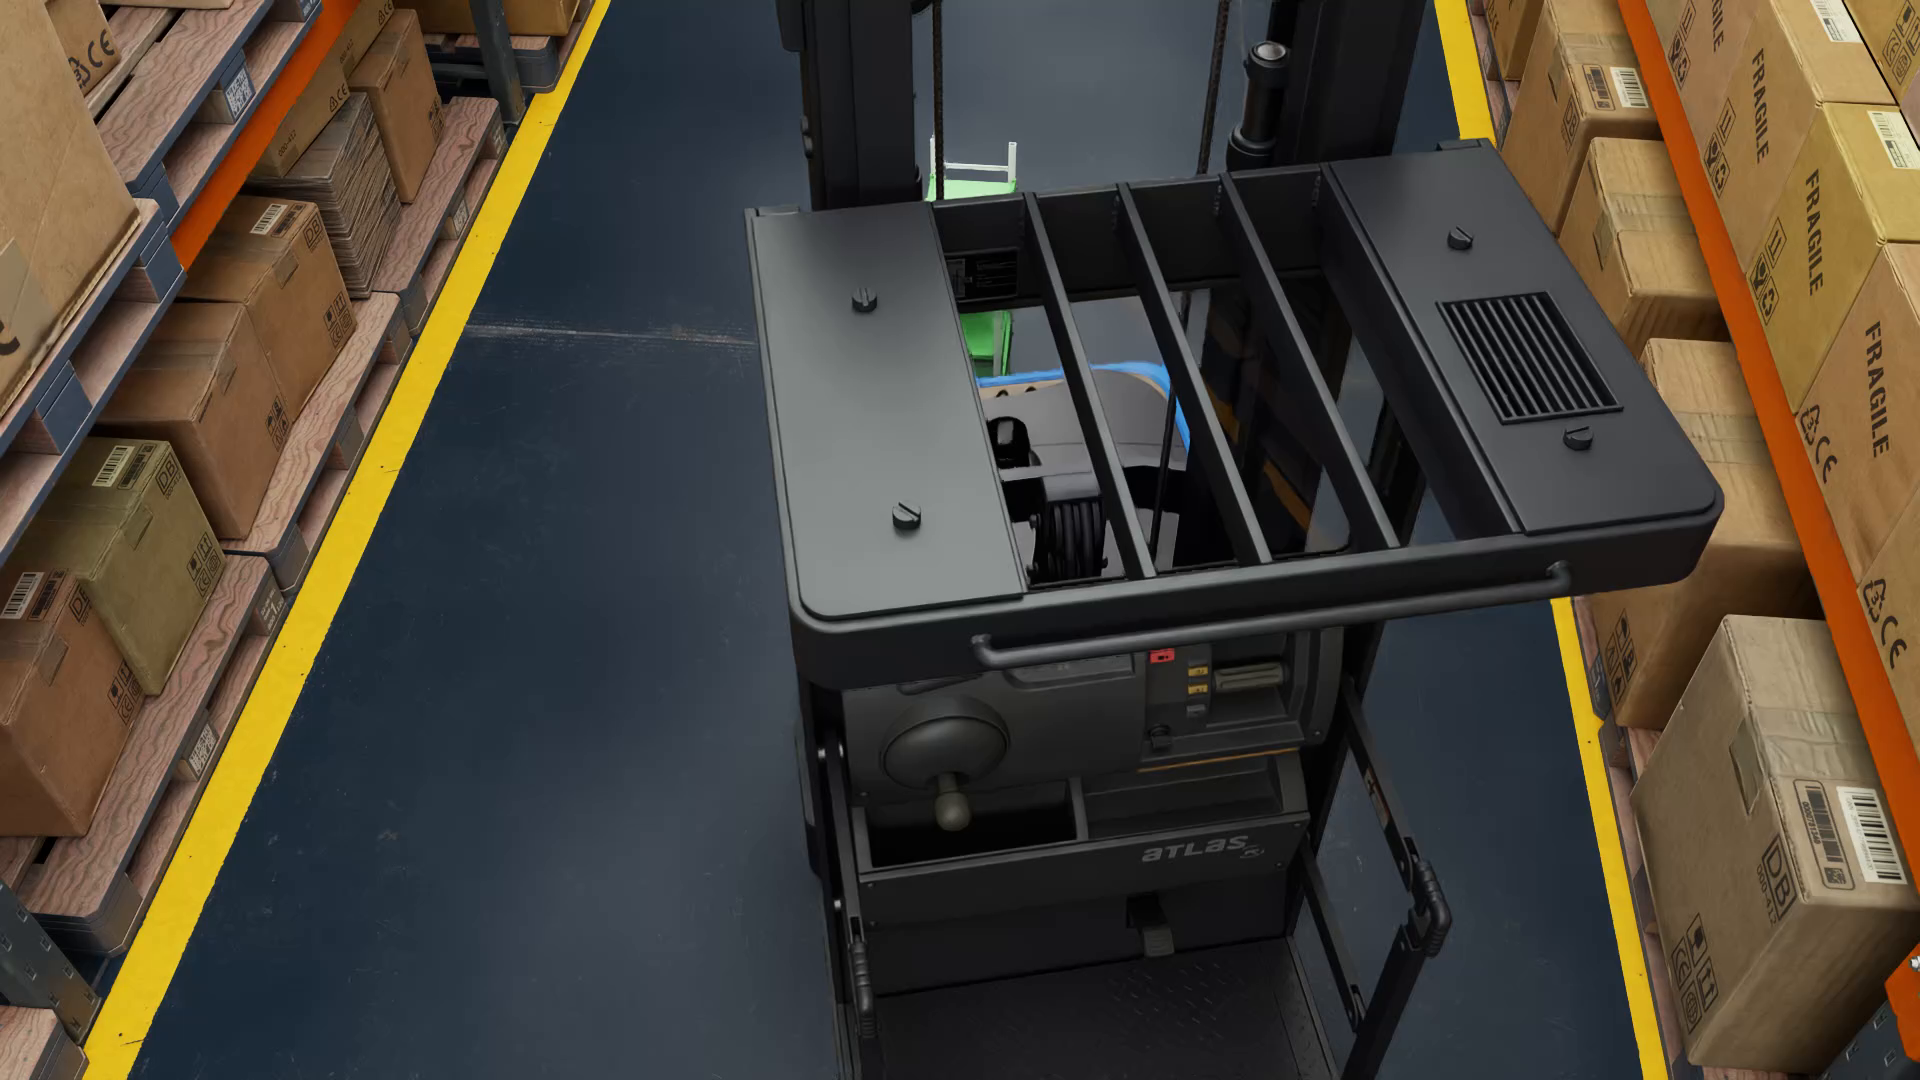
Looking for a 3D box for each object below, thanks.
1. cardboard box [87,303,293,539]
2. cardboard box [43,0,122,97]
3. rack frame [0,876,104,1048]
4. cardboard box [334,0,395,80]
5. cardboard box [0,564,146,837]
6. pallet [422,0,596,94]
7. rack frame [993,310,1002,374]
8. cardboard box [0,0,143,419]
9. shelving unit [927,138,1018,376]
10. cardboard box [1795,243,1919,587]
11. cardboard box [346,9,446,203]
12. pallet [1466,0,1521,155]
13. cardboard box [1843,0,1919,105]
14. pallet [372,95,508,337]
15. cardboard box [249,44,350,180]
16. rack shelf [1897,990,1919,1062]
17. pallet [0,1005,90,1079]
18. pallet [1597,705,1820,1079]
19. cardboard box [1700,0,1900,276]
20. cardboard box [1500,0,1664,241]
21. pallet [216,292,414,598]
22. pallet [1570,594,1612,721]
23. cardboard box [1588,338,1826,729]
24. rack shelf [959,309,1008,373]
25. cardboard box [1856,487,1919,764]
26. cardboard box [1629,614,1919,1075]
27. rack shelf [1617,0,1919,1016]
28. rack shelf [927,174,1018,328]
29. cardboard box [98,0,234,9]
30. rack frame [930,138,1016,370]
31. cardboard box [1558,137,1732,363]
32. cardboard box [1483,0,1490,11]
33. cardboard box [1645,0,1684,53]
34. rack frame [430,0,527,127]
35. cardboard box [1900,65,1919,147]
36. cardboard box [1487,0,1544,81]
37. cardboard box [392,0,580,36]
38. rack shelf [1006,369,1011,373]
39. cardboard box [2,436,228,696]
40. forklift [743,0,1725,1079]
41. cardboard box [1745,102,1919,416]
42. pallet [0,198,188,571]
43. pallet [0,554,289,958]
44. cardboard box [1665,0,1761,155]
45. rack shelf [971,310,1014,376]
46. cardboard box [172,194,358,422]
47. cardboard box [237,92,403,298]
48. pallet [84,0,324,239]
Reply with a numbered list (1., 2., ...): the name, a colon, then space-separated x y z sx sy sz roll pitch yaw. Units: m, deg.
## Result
1. cardboard box: -2.469 -0.354 4.937 0.700 0.500 0.500 0 48 0
2. cardboard box: -2.593 -1.296 4.048 0.797 0.503 0.637 8 48 8
3. rack frame: -2.659 0.161 3.070 1.000 3.000 0.127 4 48 4
4. cardboard box: -2.326 -1.842 5.790 0.500 0.250 0.500 6 48 5
5. cardboard box: -2.582 0.406 4.241 0.700 0.500 0.500 1 48 1
6. pallet: -2.148 -2.411 7.313 1.003 0.211 1.213 4 48 4
7. rack frame: -0.007 -0.347 4.755 0.240 1.200 0.015 4 48 4
8. cardboard box: -2.448 -0.758 3.219 1.000 1.000 1.000 4 48 4
9. shelving unit: 0.015 -0.527 4.919 0.258 1.200 0.503 4 48 4
10. cardboard box: 2.098 -0.238 3.367 0.500 0.500 0.500 3 48 3
11. cardboard box: -2.336 -1.589 6.067 0.700 0.500 0.500 2 48 1
12. pallet: 2.708 -2.004 6.939 1.003 0.211 1.213 4 48 4
13. cardboard box: 2.449 -1.288 3.650 0.700 0.500 0.500 3 48 3
14. pallet: -2.368 -1.263 6.262 1.003 0.211 1.213 4 48 4
15. cardboard box: -2.364 -1.451 5.432 0.500 0.250 0.500 9 48 8
16. rack shelf: 2.088 2.281 1.618 1.077 0.370 4.000 4 48 4
17. pallet: -2.685 1.598 3.645 1.003 0.211 1.213 4 48 4
18. pallet: 2.266 0.938 4.249 1.003 0.211 1.213 4 48 4
19. cardboard box: 2.188 -0.982 4.048 0.500 0.500 0.500 3 48 3
20. cardboard box: 2.490 -1.312 5.657 1.050 0.750 0.750 3 48 3
21. pallet: -2.481 -0.369 5.444 1.003 0.211 1.213 4 48 4
22. pallet: 2.375 0.039 5.071 1.003 0.211 1.213 4 48 4
23. cardboard box: 2.329 0.016 4.443 1.050 0.750 0.750 4 48 4
24. rack shelf: 0.015 -0.645 4.789 0.258 0.148 0.480 4 48 4
25. cardboard box: 2.052 0.134 3.027 0.500 0.500 0.500 4 48 3
26. cardboard box: 2.238 0.724 3.795 1.050 0.750 0.750 4 48 3
27. rack shelf: 2.453 -0.658 4.307 1.077 0.370 4.000 4 48 4
28. rack shelf: 0.015 -0.807 4.611 0.258 0.148 0.480 4 48 4
29. cardboard box: -2.178 -1.631 4.516 0.396 0.266 0.258 3 48 2
30. rack frame: 0.037 -0.706 5.083 0.240 1.200 0.015 4 48 4
31. cardboard box: 2.414 -0.669 5.069 1.050 0.750 0.750 5 48 4
32. cardboard box: 2.486 -2.551 6.960 0.500 0.500 0.500 6 48 5
33. cardboard box: 2.282 -1.719 4.721 0.500 0.500 0.500 3 48 3
34. rack frame: -2.295 -2.778 5.758 1.000 3.000 0.127 4 48 4
35. cardboard box: 2.401 -0.917 3.311 0.700 0.500 0.500 4 48 4
36. cardboard box: 2.435 -2.170 6.611 0.500 0.500 0.500 4 48 3
37. cardboard box: -2.211 -2.709 6.850 1.225 0.875 0.875 2 48 2
38. rack shelf: 0.015 -0.321 5.143 0.258 0.148 0.480 4 48 4
39. cardboard box: -2.520 0.057 4.561 0.700 0.500 0.500 4 48 3
40. forklift: 0.283 0.395 2.902 1.130 2.935 3.031 -7 48 -6
41. cardboard box: 2.144 -0.609 3.706 0.500 0.500 0.500 4 48 4
42. pallet: -2.445 -0.326 3.645 1.003 0.211 1.213 4 48 4
43. pallet: -2.590 0.530 4.622 1.003 0.211 1.213 4 48 4
44. cardboard box: 2.236 -1.348 4.382 0.500 0.500 0.500 4 48 3
45. rack shelf: 0.015 -0.483 4.966 0.258 0.148 0.480 4 48 4
46. cardboard box: -2.419 -0.764 5.312 0.700 0.500 0.500 7 48 7
47. cardboard box: -2.374 -1.181 5.693 0.700 0.500 0.500 0 48 0
48. pallet: -2.434 -1.256 4.496 1.003 0.211 1.213 4 48 4
